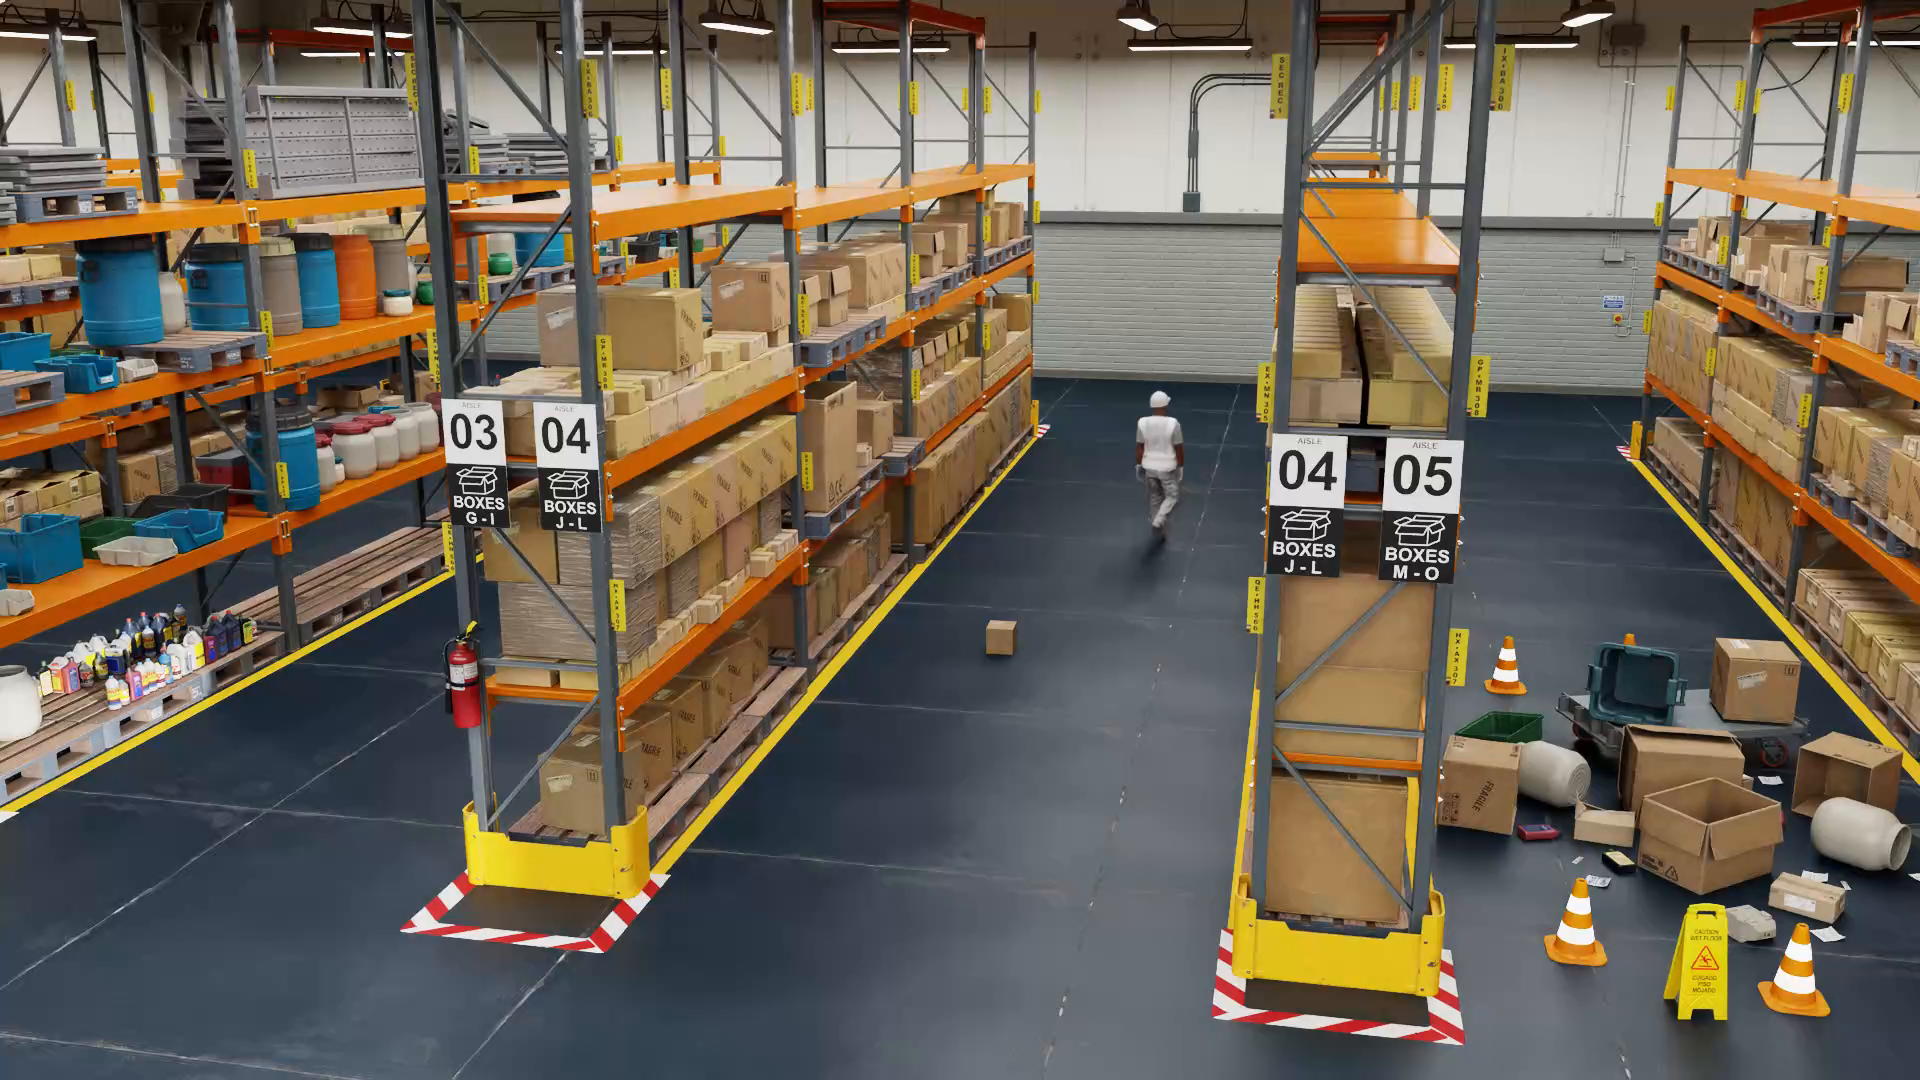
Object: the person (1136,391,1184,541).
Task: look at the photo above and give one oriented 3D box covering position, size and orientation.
[{"bbox_3d":[2.297,-0.830,19.117,0.563,1.769,0.732,7,16,25],"label":"person"}]
